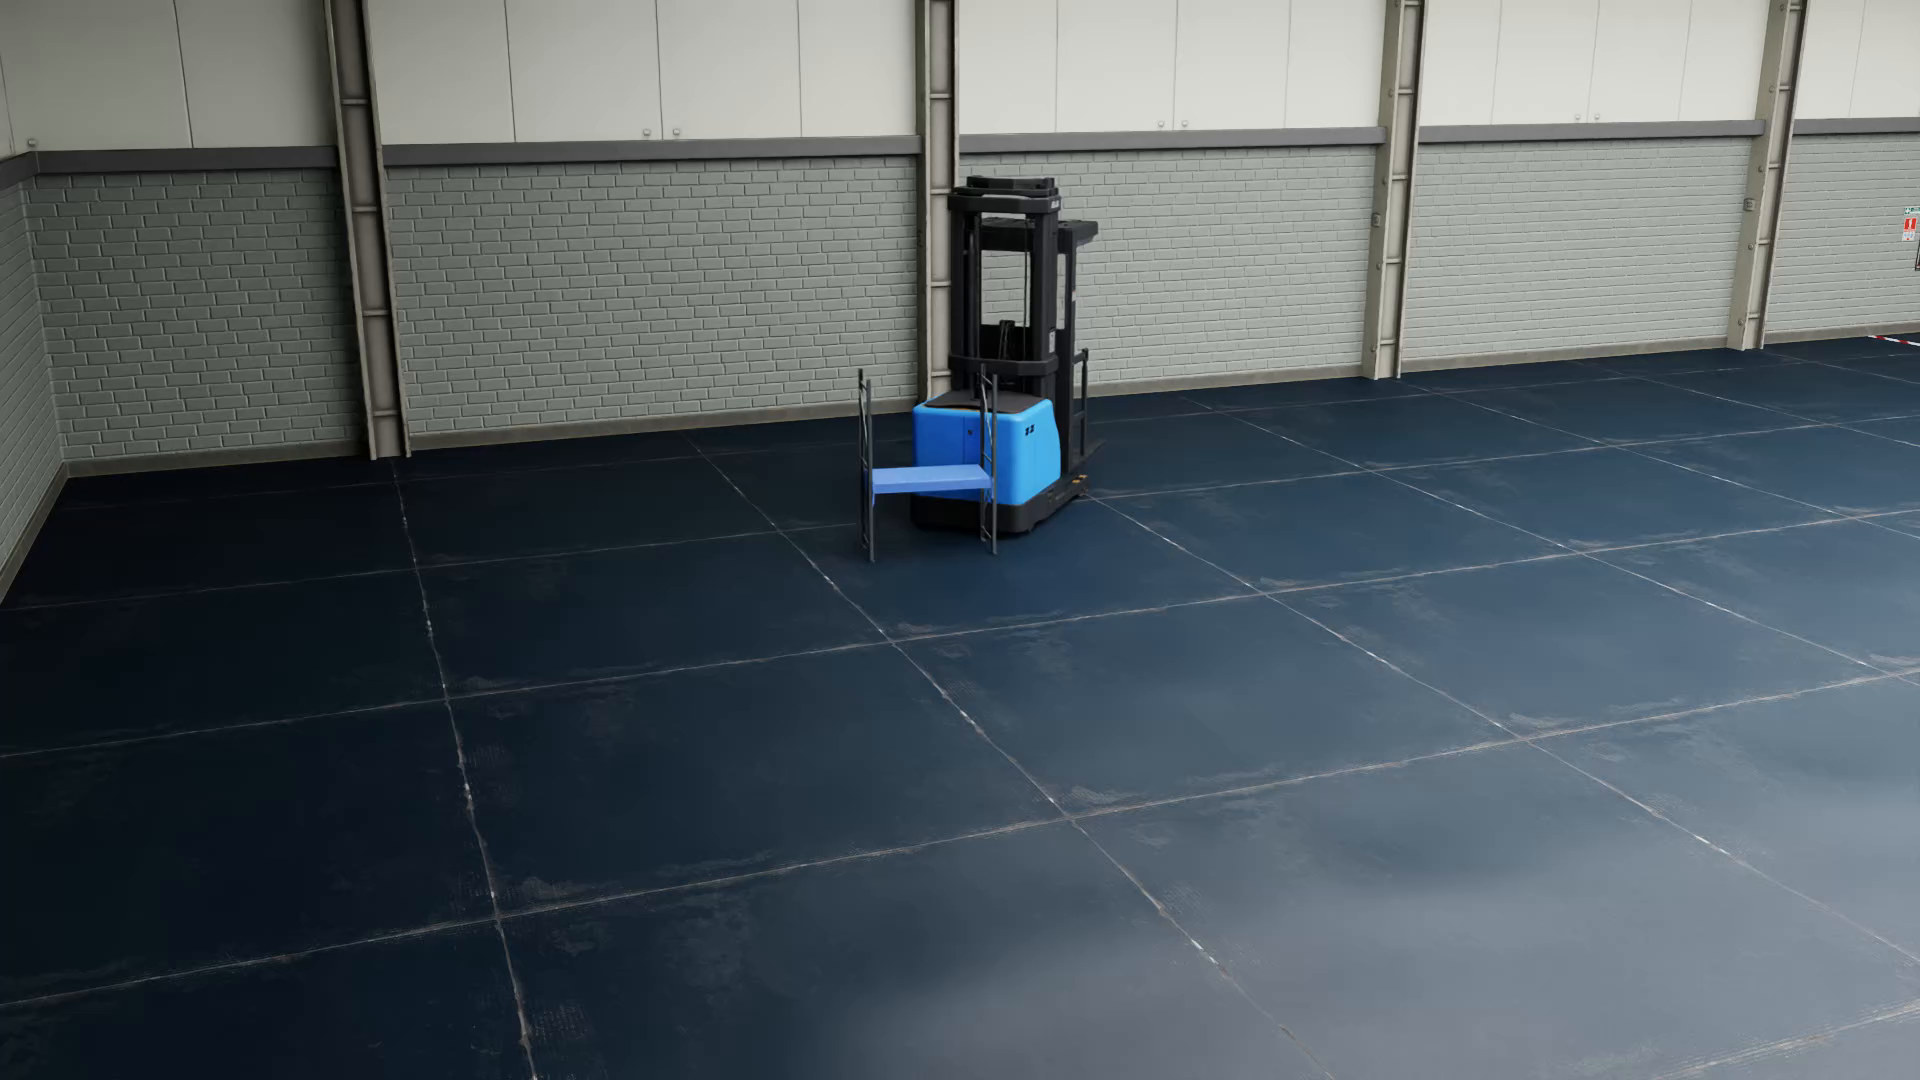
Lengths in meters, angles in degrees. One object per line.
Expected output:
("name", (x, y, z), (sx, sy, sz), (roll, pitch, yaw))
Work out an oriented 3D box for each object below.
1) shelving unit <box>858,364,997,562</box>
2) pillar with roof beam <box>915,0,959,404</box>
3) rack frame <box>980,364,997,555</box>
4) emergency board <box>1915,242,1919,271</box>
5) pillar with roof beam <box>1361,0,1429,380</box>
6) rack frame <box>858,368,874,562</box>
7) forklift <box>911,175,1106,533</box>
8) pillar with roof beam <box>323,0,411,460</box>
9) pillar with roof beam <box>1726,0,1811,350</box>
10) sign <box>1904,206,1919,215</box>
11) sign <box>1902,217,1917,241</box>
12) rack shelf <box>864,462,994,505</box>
("shelving unit", (-0.266, -0.638, 13.609), (1.048, 1.500, 0.538), (-3, 17, -11))
("pillar with roof beam", (1.294, -4.662, 14.003), (0.400, 9.000, 9.100), (-6, 17, -20))
("rack frame", (0.232, -0.666, 13.706), (0.032, 1.500, 0.500), (-3, 17, -11))
("emergency board", (14.226, -4.496, 24.085), (0.626, 1.169, 0.157), (-6, 17, -20))
("pillar with roof beam", (6.897, -5.267, 16.063), (0.400, 9.000, 9.100), (-6, 17, -20))
("rack frame", (-0.764, -0.609, 13.511), (0.032, 1.500, 0.500), (-3, 17, -11))
("forklift", (0.592, -1.839, 15.160), (1.130, 2.935, 3.031), (6, 18, 21))
("pillar with roof beam", (-4.309, -4.057, 11.944), (0.400, 9.000, 9.100), (-6, 17, -20))
("pillar with roof beam", (12.500, -5.872, 18.123), (0.400, 9.000, 9.100), (-6, 17, -20))
("sign", (13.695, -4.733, 23.888), (0.331, 0.109, 0.001), (-6, 17, -20))
("sign", (13.687, -4.481, 23.969), (0.234, 0.329, 0.001), (-6, 17, -20))
("rack shelf", (-0.266, -0.465, 13.659), (1.000, 0.185, 0.538), (-3, 17, -11))
